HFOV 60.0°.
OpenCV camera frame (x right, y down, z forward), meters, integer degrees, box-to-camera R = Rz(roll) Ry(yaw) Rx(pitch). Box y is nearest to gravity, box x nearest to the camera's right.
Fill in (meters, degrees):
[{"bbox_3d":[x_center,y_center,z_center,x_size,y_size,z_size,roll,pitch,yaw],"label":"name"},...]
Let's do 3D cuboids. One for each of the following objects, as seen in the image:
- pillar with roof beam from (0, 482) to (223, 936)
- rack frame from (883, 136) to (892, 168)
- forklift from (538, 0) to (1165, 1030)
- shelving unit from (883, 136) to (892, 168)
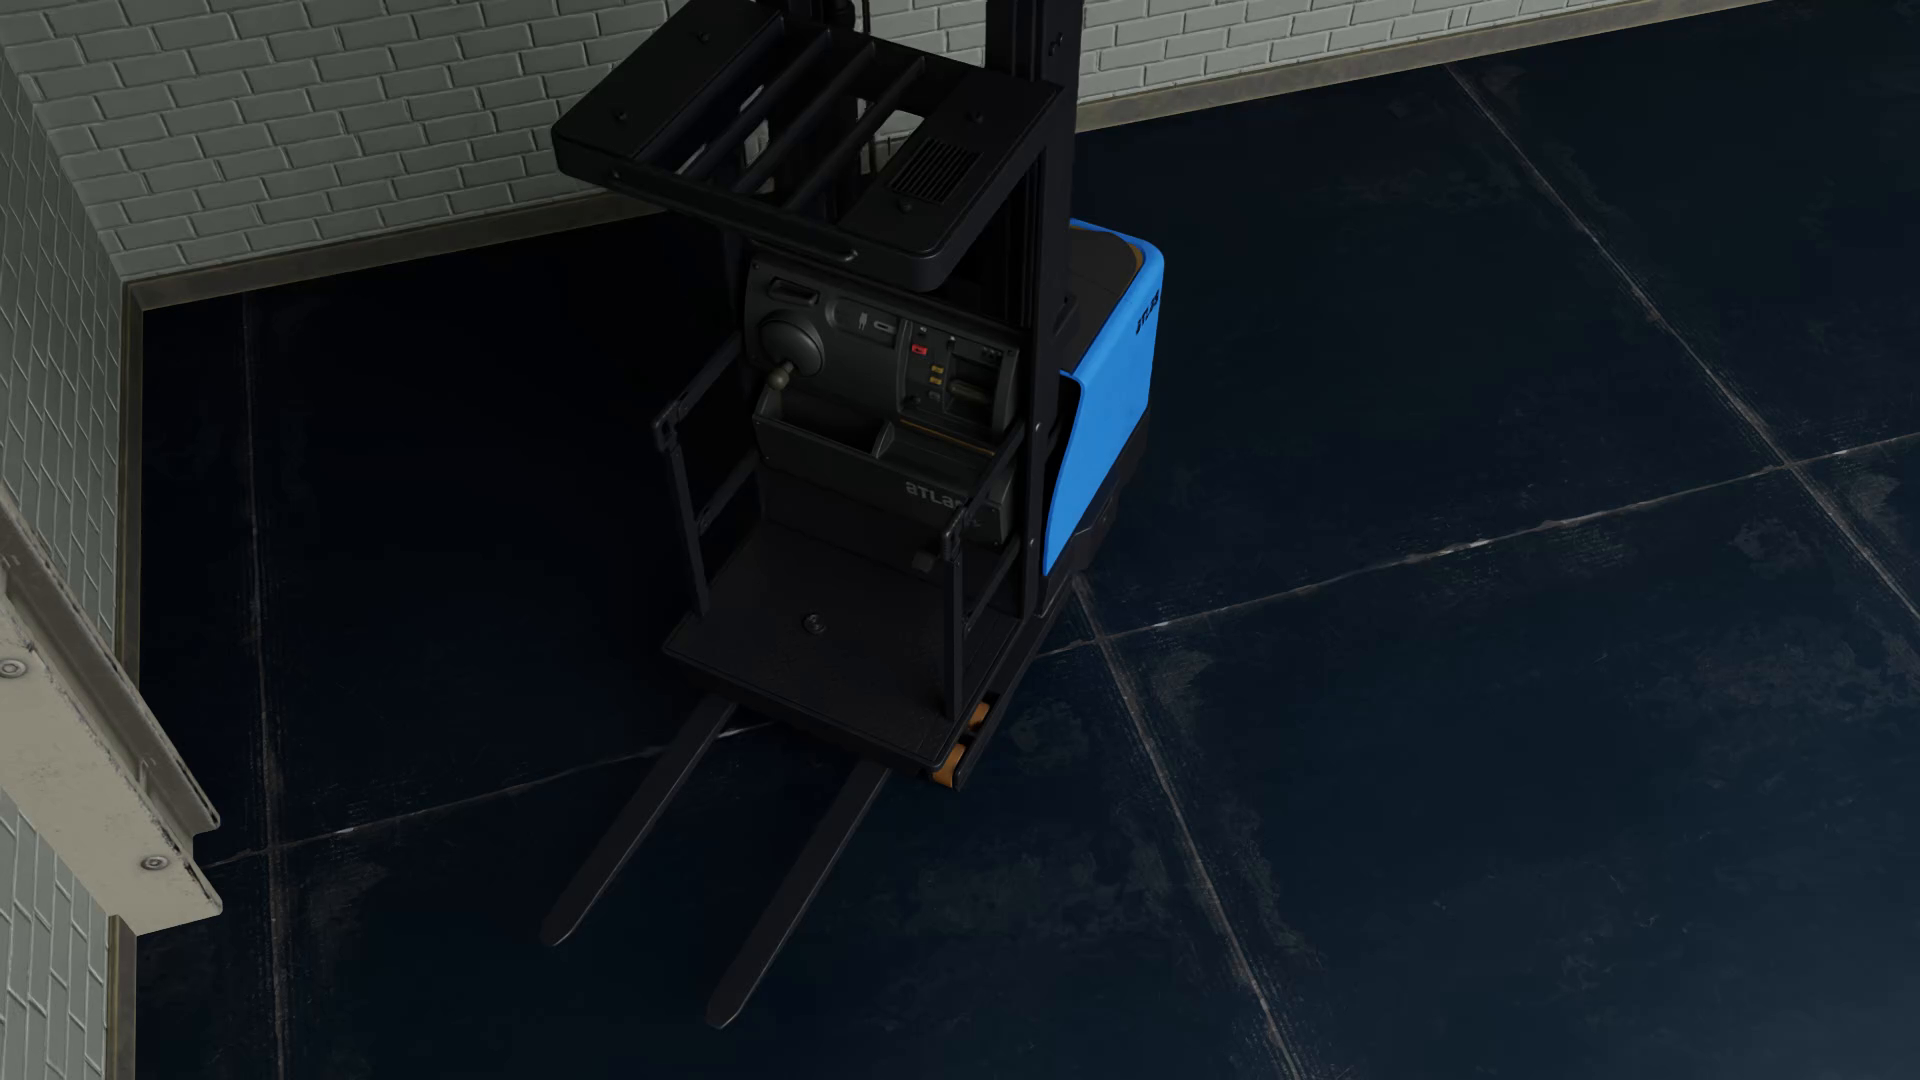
[{"bbox_3d":[1.467,-2.749,2.971,9.100,9.000,0.400,-13,51,-11],"label":"pillar with roof beam"},{"bbox_3d":[-0.282,-1.163,6.833,0.008,1.050,0.200,4,50,3],"label":"rack frame"},{"bbox_3d":[-0.347,-0.476,5.024,1.130,2.935,3.031,21,53,17],"label":"forklift"},{"bbox_3d":[-0.161,-1.155,6.827,0.252,1.050,0.215,4,50,3],"label":"shelving unit"}]
